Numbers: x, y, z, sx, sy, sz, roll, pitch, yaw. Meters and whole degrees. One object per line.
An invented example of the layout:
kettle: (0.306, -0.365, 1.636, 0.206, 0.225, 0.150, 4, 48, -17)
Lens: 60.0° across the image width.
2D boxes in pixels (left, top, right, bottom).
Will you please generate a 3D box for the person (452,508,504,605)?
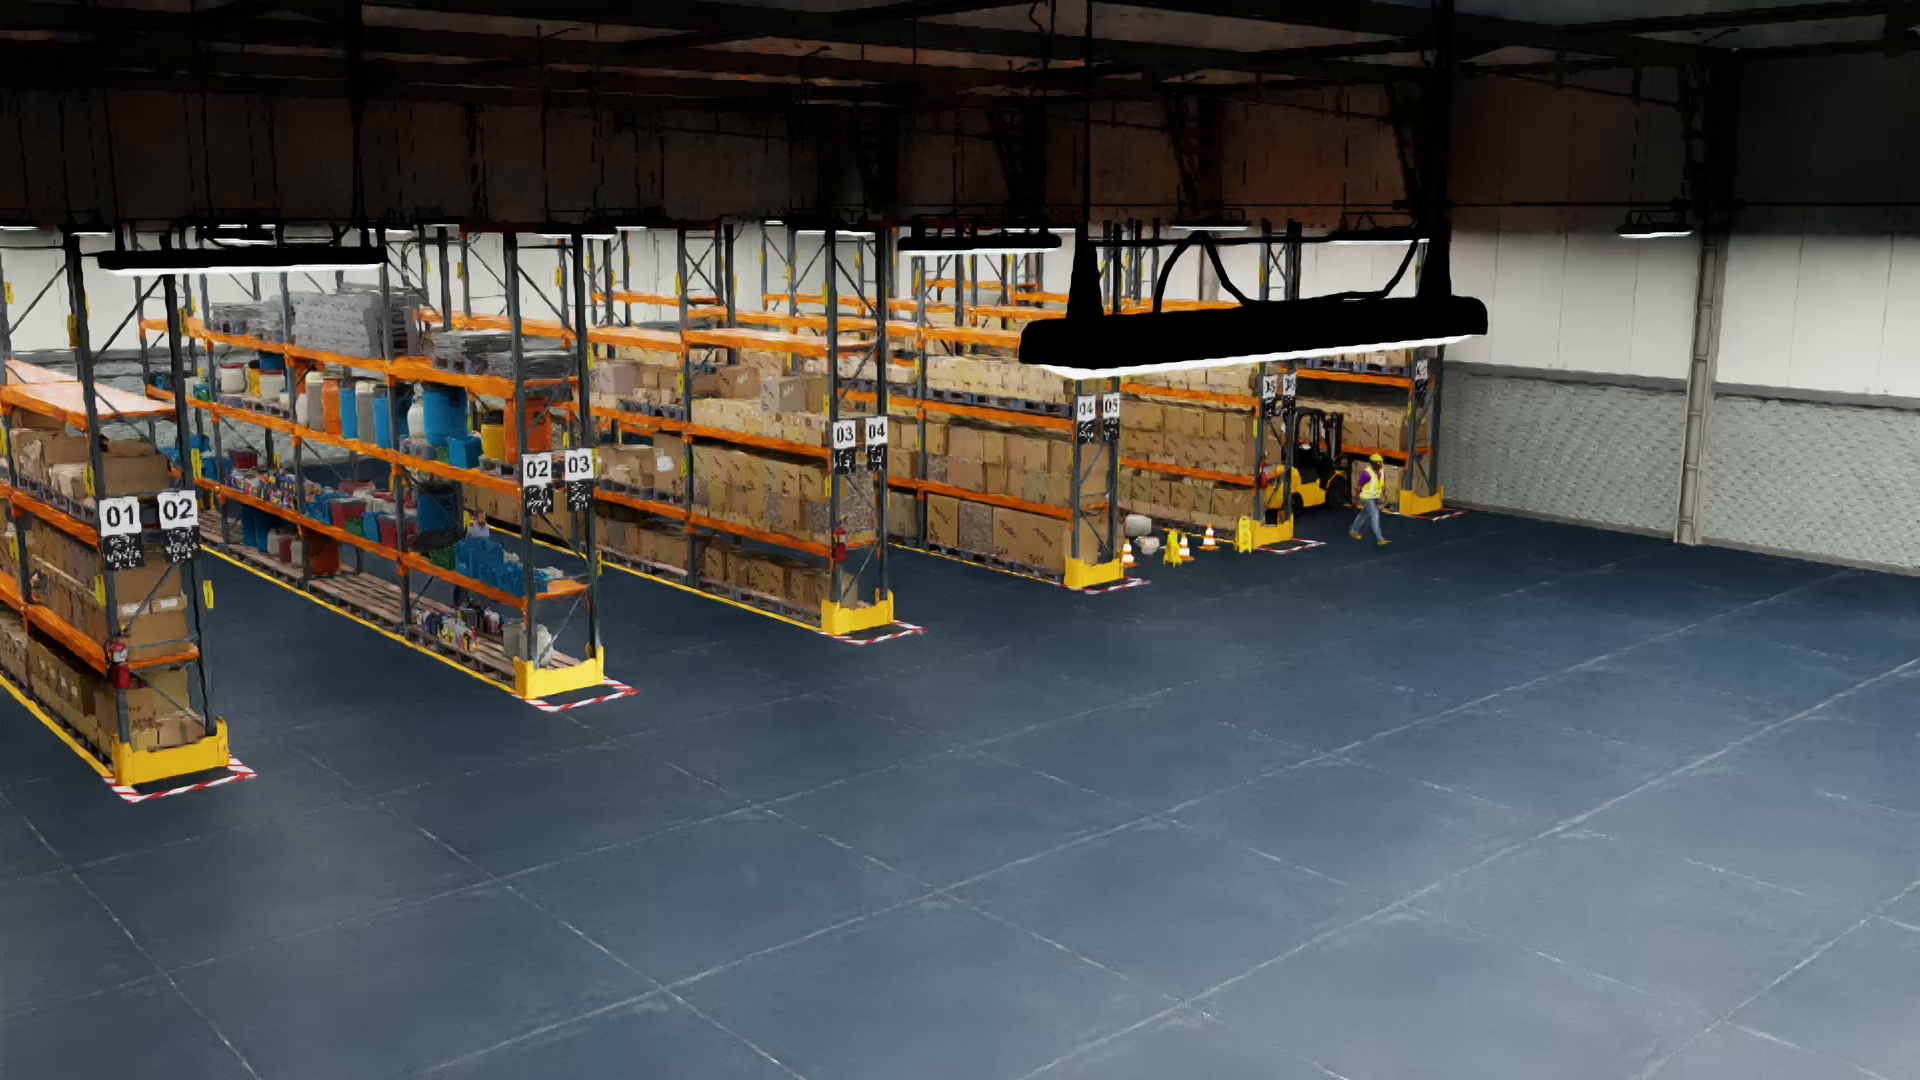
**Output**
person: (-7.725, 0.251, 26.592, 0.824, 1.578, 0.655, 7, 13, 31)

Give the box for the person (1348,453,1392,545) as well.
person: (7.826, -0.801, 31.510, 0.591, 1.716, 1.039, -10, 15, -41)

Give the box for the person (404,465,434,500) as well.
person: (-10.855, -1.138, 33.435, 0.592, 1.625, 0.532, -10, 15, -41)
